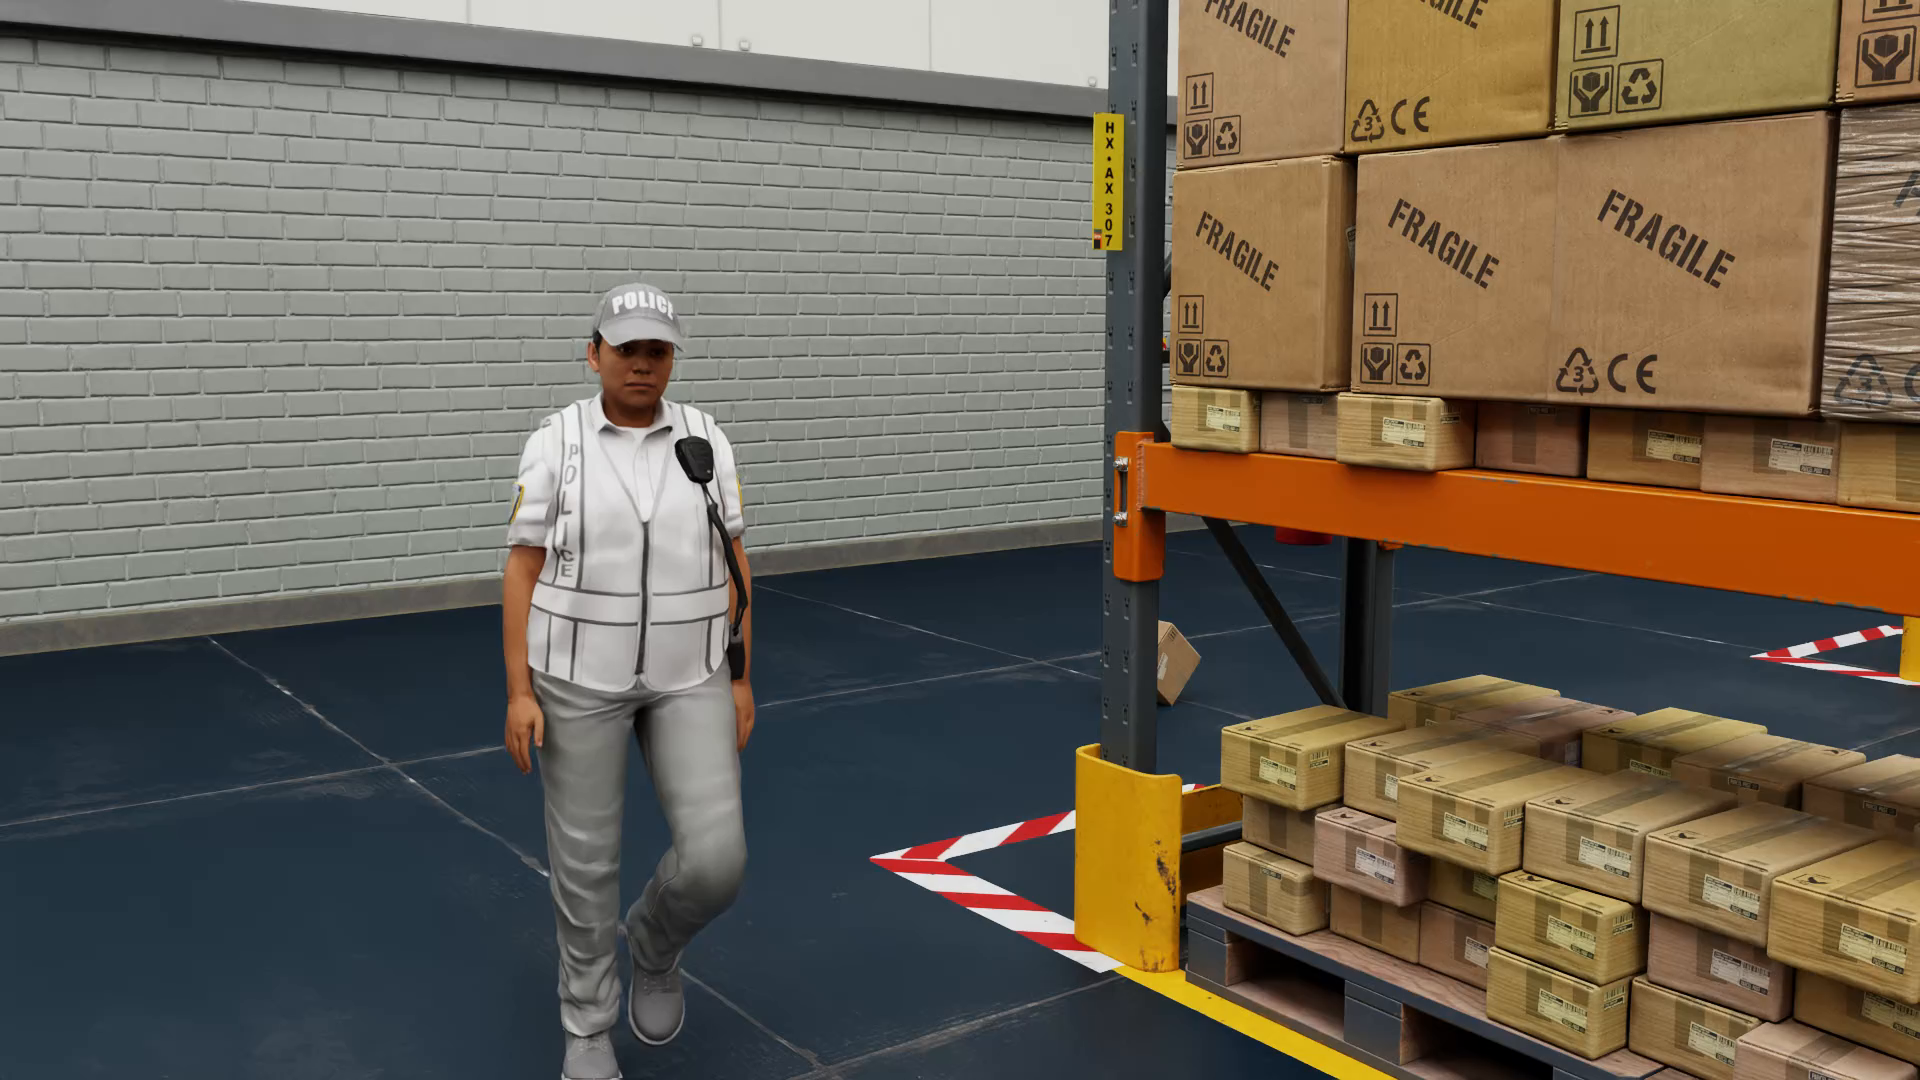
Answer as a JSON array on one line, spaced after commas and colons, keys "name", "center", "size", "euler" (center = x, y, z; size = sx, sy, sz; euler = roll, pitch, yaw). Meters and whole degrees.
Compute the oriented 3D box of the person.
[{"name": "person", "center": [-0.669, 0.307, 3.413], "size": [0.519, 1.652, 0.466], "euler": [-2, 8, -17]}]
